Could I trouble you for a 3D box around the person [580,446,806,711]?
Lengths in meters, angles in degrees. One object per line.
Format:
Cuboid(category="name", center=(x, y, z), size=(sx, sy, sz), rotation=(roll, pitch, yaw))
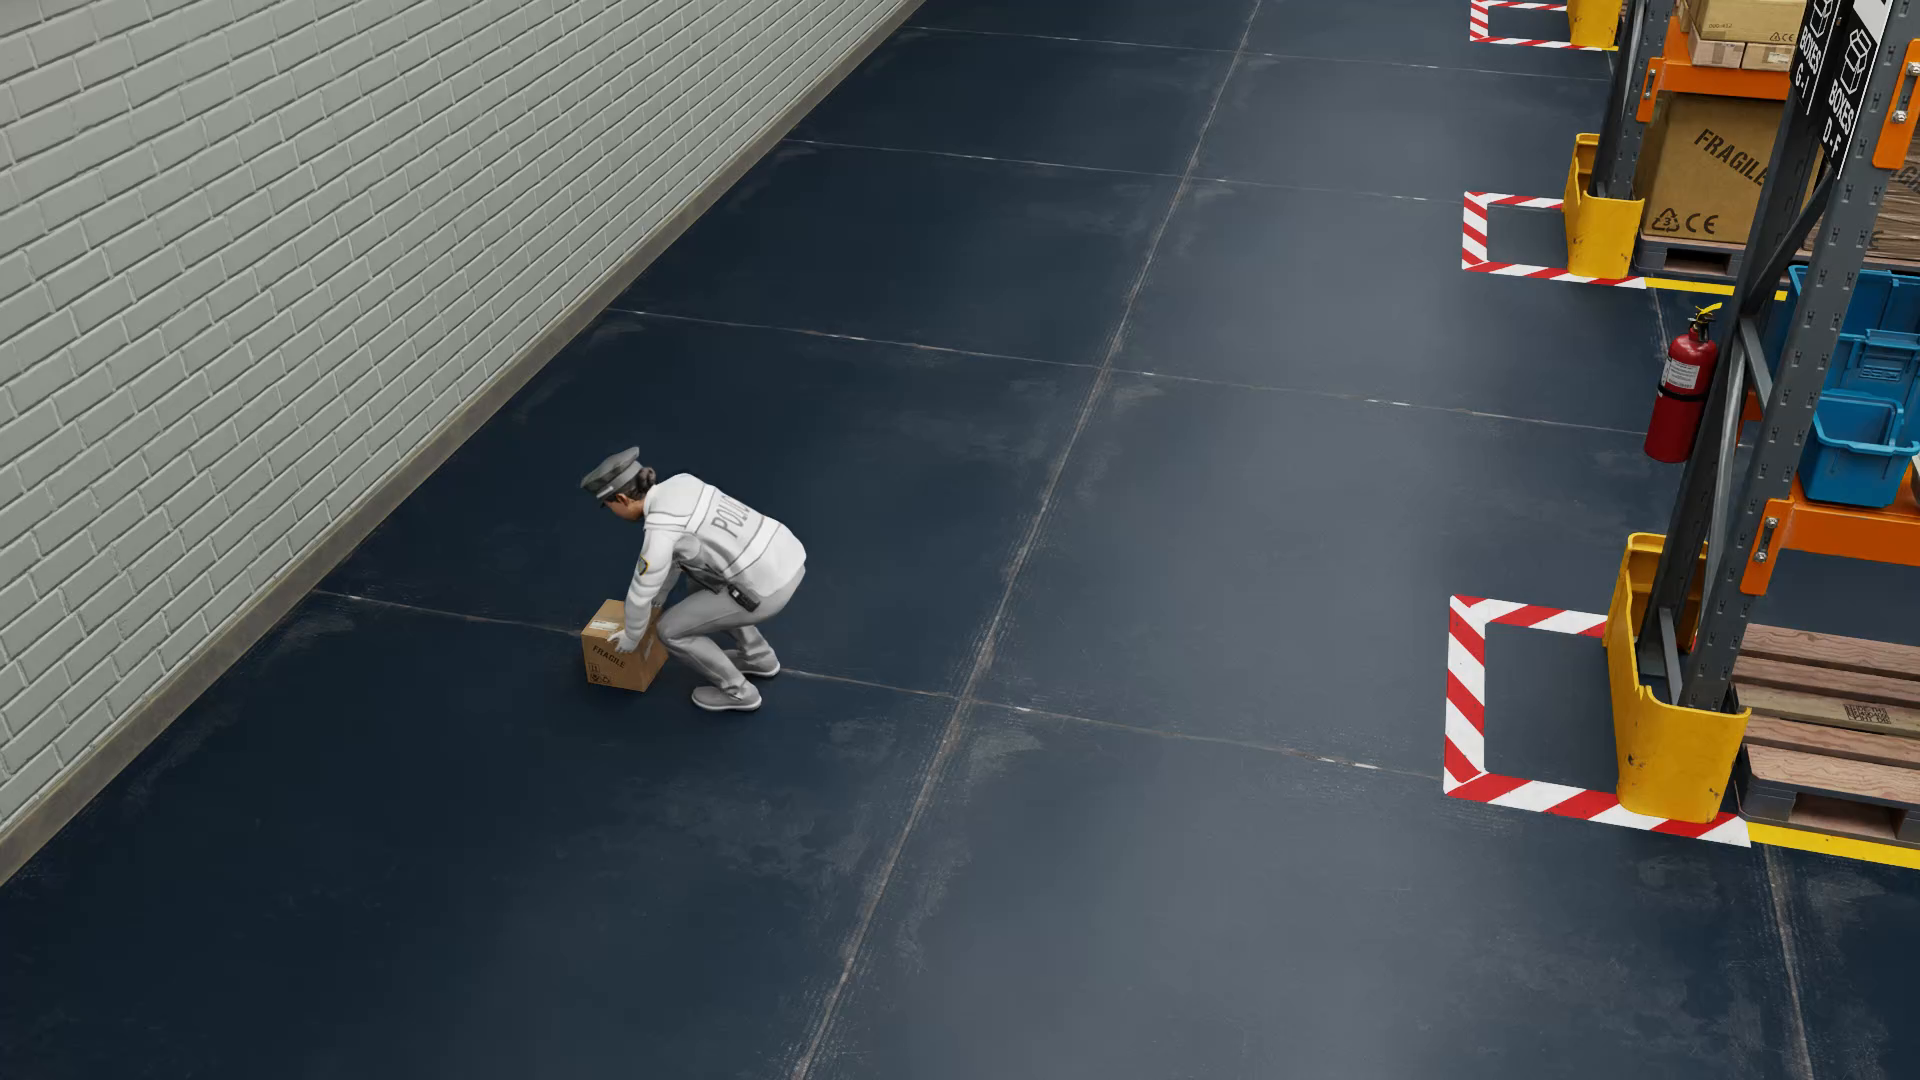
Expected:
Cuboid(category="person", center=(-1.022, 0.150, 6.453), size=(0.826, 1.075, 0.505), rotation=(8, 34, 12))
